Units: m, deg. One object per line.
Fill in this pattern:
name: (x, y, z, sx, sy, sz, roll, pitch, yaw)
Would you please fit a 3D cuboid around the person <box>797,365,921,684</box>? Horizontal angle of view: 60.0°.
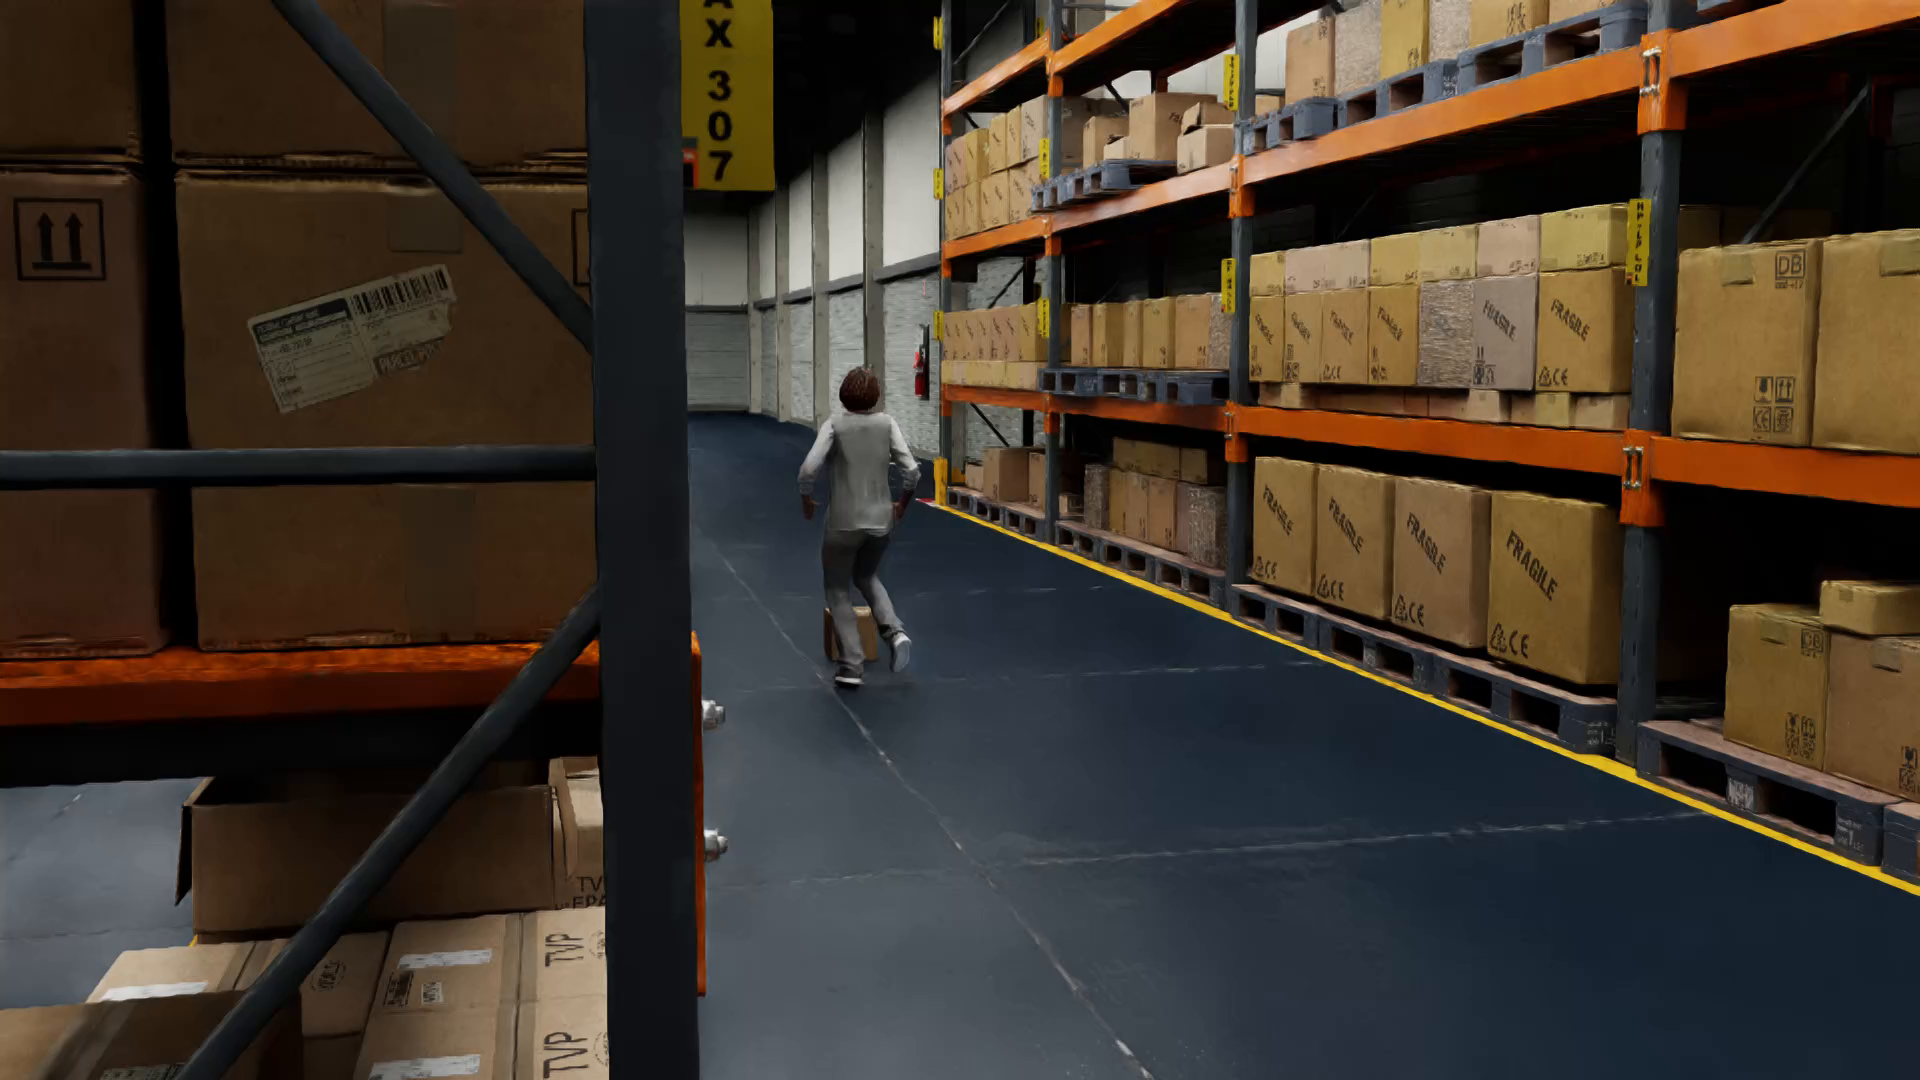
person: (-0.534, -0.067, 8.146, 0.584, 1.564, 0.435, -3, 7, -26)
